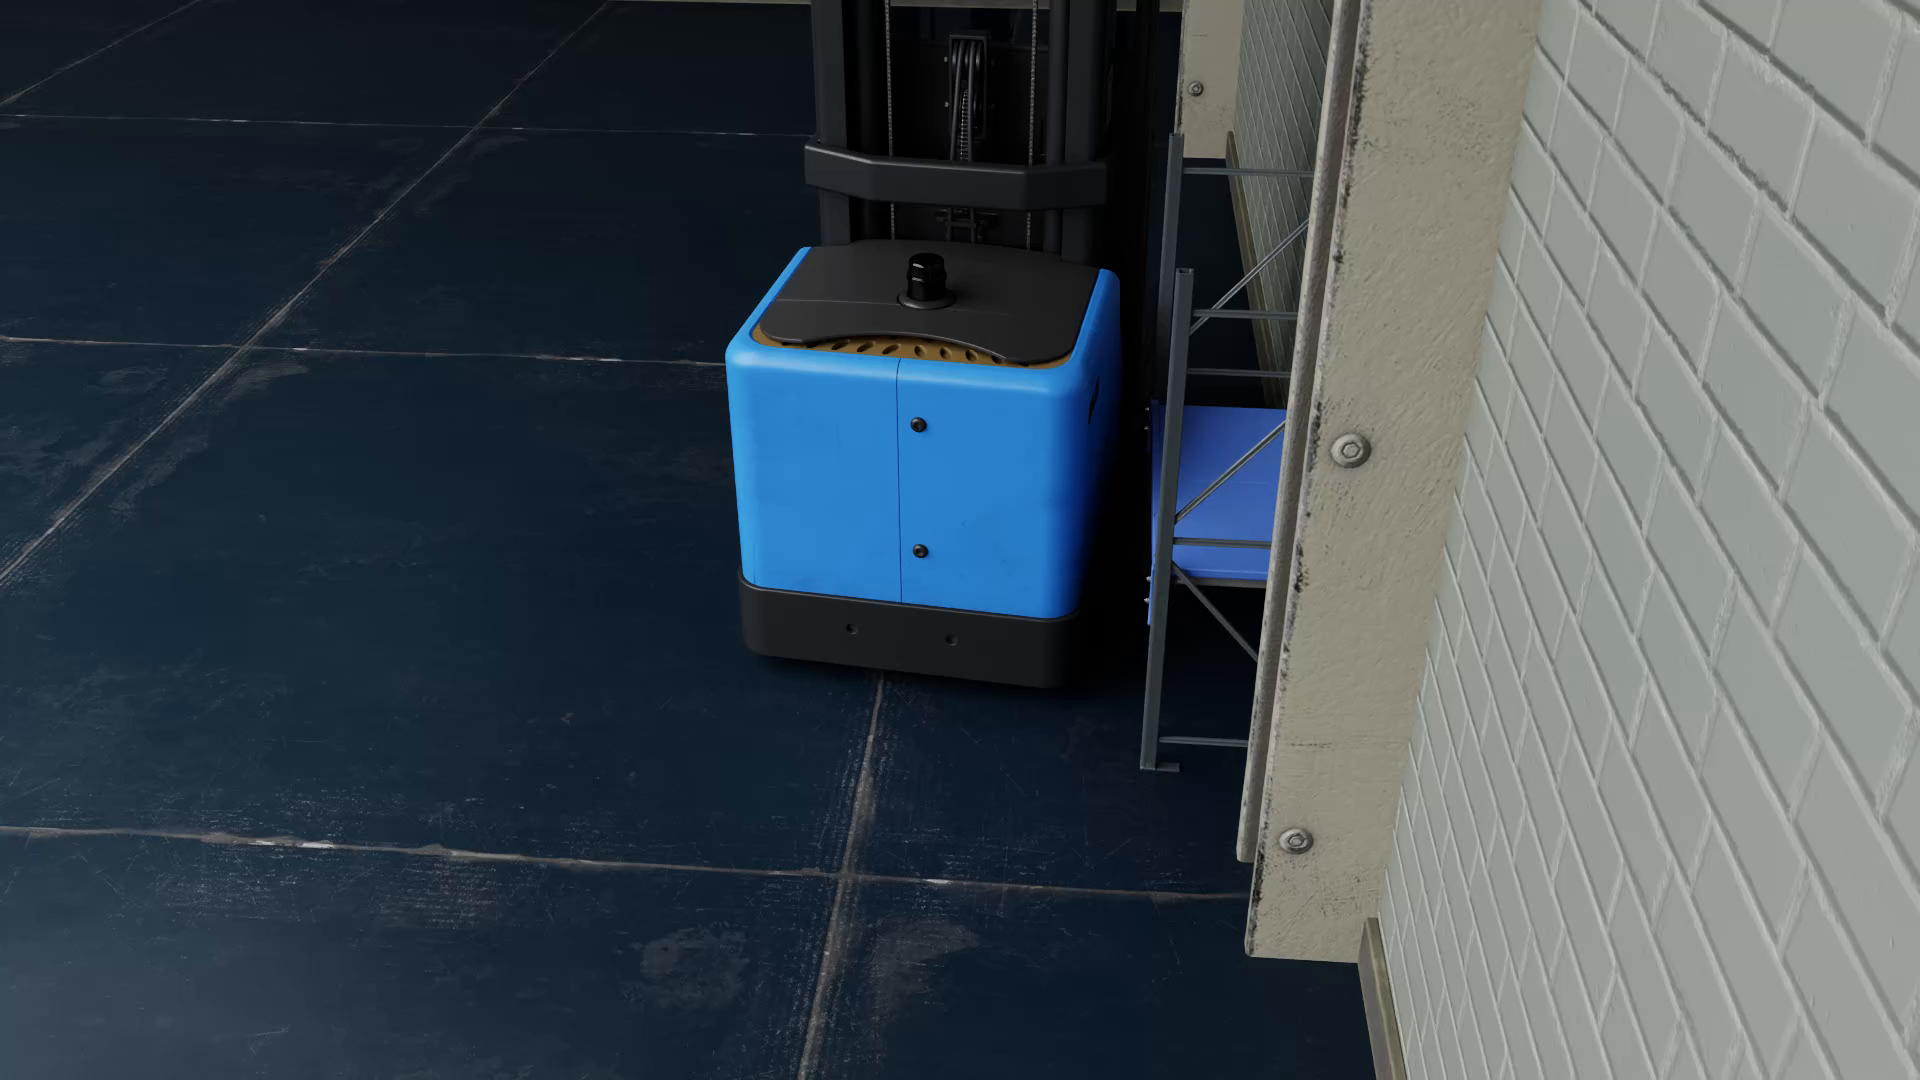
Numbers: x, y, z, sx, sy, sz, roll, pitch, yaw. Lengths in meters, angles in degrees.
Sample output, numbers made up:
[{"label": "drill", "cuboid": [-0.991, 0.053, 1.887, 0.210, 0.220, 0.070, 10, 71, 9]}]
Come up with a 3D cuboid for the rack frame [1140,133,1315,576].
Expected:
[{"label": "rack frame", "cuboid": [0.852, -0.516, 5.157, 0.500, 1.500, 0.032, 3, 32, 4]}]

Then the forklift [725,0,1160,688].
[{"label": "forklift", "cuboid": [0.122, -1.571, 5.506, 1.130, 2.935, 3.031, 6, 32, 10]}]

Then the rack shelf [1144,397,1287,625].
[{"label": "rack shelf", "cuboid": [0.805, -0.097, 4.821, 0.538, 0.185, 1.000, 3, 32, 4]}]

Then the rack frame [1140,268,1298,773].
[{"label": "rack frame", "cuboid": [0.759, 0.016, 4.295, 0.500, 1.500, 0.032, 3, 32, 4]}]

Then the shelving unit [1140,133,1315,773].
[{"label": "shelving unit", "cuboid": [0.805, -0.250, 4.726, 0.538, 1.500, 1.048, 3, 32, 4]}]

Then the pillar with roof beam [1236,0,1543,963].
[{"label": "pillar with roof beam", "cuboid": [-3.417, -3.089, 2.185, 9.100, 9.000, 0.400, 2, 32, 4]}]

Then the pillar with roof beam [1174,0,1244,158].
[{"label": "pillar with roof beam", "cuboid": [-2.929, -6.226, 7.276, 9.100, 9.000, 0.400, 2, 32, 4]}]
